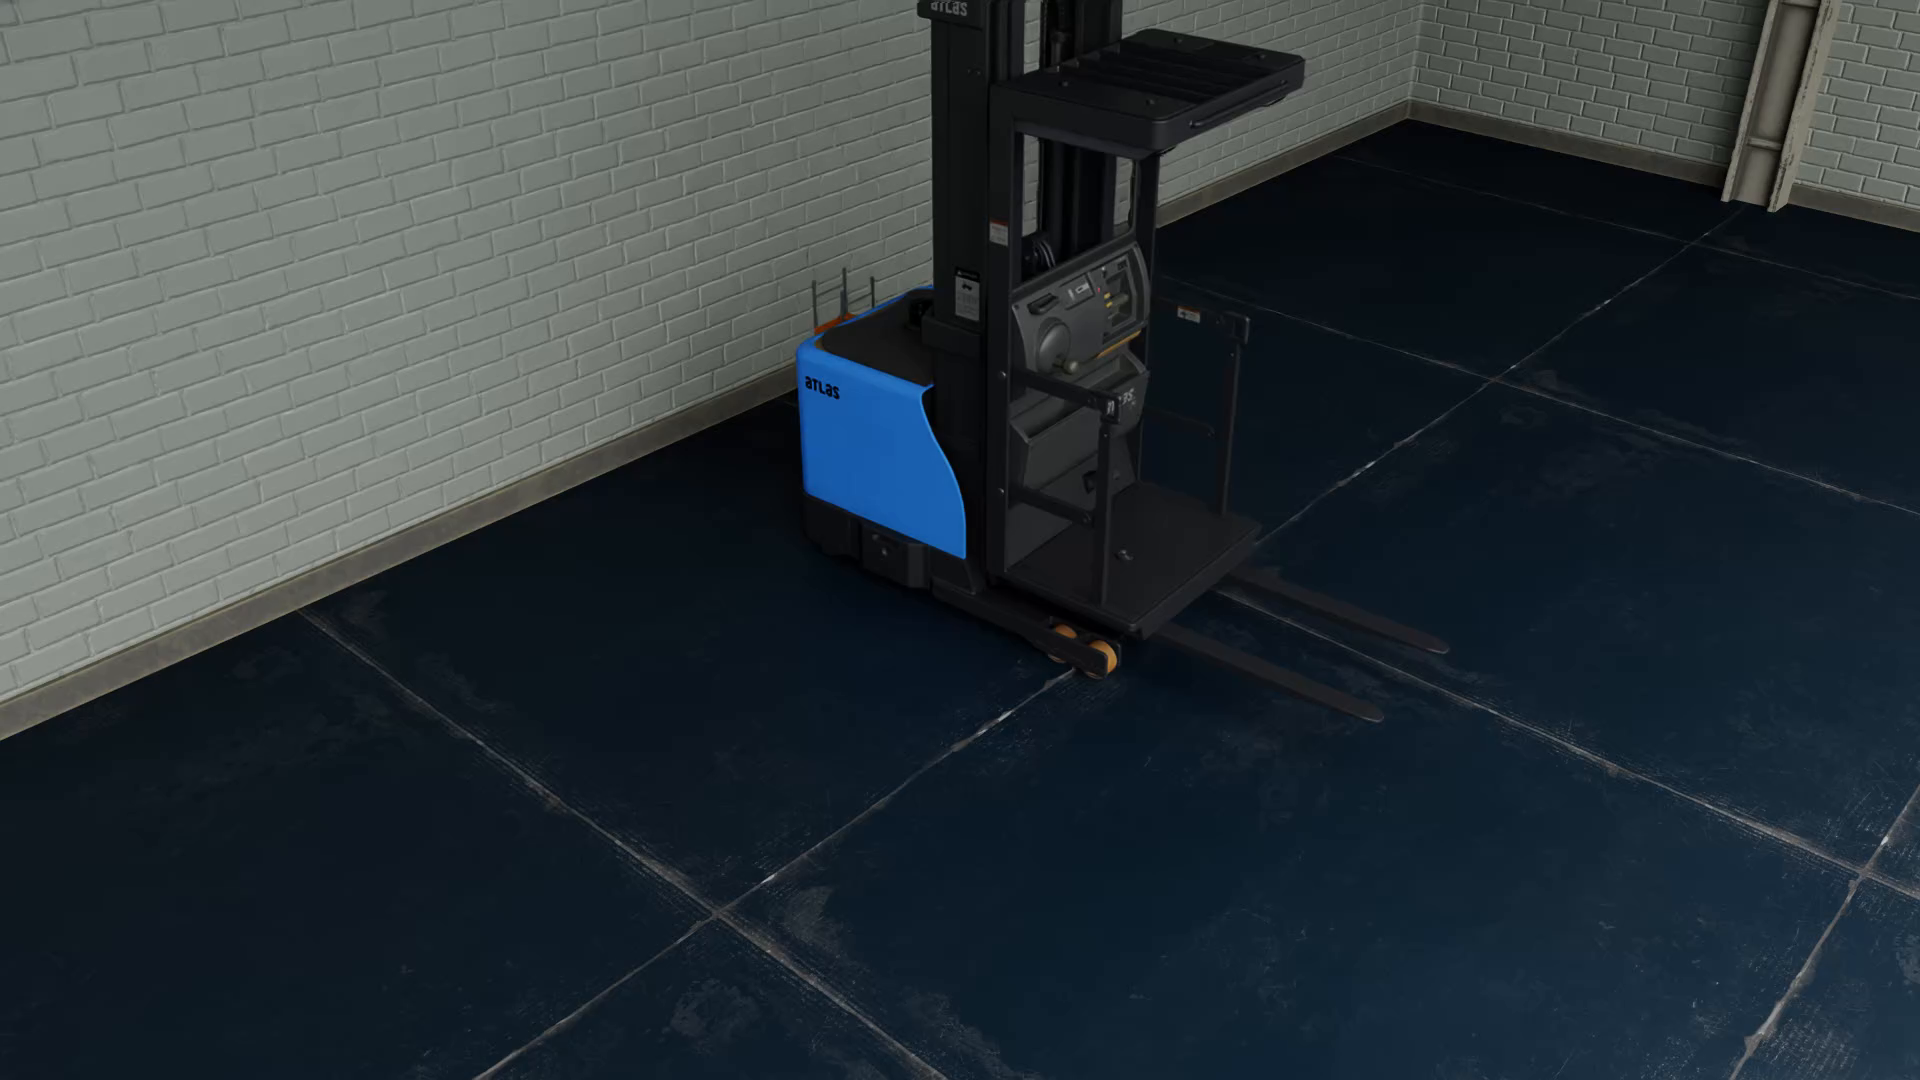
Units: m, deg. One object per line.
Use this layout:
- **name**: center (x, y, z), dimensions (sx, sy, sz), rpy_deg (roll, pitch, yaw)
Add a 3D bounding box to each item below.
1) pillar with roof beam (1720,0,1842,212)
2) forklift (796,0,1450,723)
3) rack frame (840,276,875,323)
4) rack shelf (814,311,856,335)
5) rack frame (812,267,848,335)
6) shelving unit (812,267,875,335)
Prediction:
- **pillar with roof beam**: center (3.070, -4.752, 7.418), dimensions (0.400, 9.000, 9.100), rpy_deg (25, 39, 35)
- **forklift**: center (0.691, -0.961, 7.004), dimensions (3.031, 2.935, 1.130), rpy_deg (22, 38, 32)
- **rack frame**: center (-0.491, -0.714, 8.273), dimensions (0.006, 1.200, 0.240), rpy_deg (22, 38, 32)
- **rack shelf**: center (-0.563, -1.014, 8.159), dimensions (0.180, 0.103, 0.258), rpy_deg (22, 38, 32)
- **rack frame**: center (-0.634, -0.773, 8.371), dimensions (0.006, 1.200, 0.240), rpy_deg (22, 38, 32)
- **shelving unit**: center (-0.563, -0.744, 8.322), dimensions (0.189, 1.200, 0.258), rpy_deg (22, 38, 32)
